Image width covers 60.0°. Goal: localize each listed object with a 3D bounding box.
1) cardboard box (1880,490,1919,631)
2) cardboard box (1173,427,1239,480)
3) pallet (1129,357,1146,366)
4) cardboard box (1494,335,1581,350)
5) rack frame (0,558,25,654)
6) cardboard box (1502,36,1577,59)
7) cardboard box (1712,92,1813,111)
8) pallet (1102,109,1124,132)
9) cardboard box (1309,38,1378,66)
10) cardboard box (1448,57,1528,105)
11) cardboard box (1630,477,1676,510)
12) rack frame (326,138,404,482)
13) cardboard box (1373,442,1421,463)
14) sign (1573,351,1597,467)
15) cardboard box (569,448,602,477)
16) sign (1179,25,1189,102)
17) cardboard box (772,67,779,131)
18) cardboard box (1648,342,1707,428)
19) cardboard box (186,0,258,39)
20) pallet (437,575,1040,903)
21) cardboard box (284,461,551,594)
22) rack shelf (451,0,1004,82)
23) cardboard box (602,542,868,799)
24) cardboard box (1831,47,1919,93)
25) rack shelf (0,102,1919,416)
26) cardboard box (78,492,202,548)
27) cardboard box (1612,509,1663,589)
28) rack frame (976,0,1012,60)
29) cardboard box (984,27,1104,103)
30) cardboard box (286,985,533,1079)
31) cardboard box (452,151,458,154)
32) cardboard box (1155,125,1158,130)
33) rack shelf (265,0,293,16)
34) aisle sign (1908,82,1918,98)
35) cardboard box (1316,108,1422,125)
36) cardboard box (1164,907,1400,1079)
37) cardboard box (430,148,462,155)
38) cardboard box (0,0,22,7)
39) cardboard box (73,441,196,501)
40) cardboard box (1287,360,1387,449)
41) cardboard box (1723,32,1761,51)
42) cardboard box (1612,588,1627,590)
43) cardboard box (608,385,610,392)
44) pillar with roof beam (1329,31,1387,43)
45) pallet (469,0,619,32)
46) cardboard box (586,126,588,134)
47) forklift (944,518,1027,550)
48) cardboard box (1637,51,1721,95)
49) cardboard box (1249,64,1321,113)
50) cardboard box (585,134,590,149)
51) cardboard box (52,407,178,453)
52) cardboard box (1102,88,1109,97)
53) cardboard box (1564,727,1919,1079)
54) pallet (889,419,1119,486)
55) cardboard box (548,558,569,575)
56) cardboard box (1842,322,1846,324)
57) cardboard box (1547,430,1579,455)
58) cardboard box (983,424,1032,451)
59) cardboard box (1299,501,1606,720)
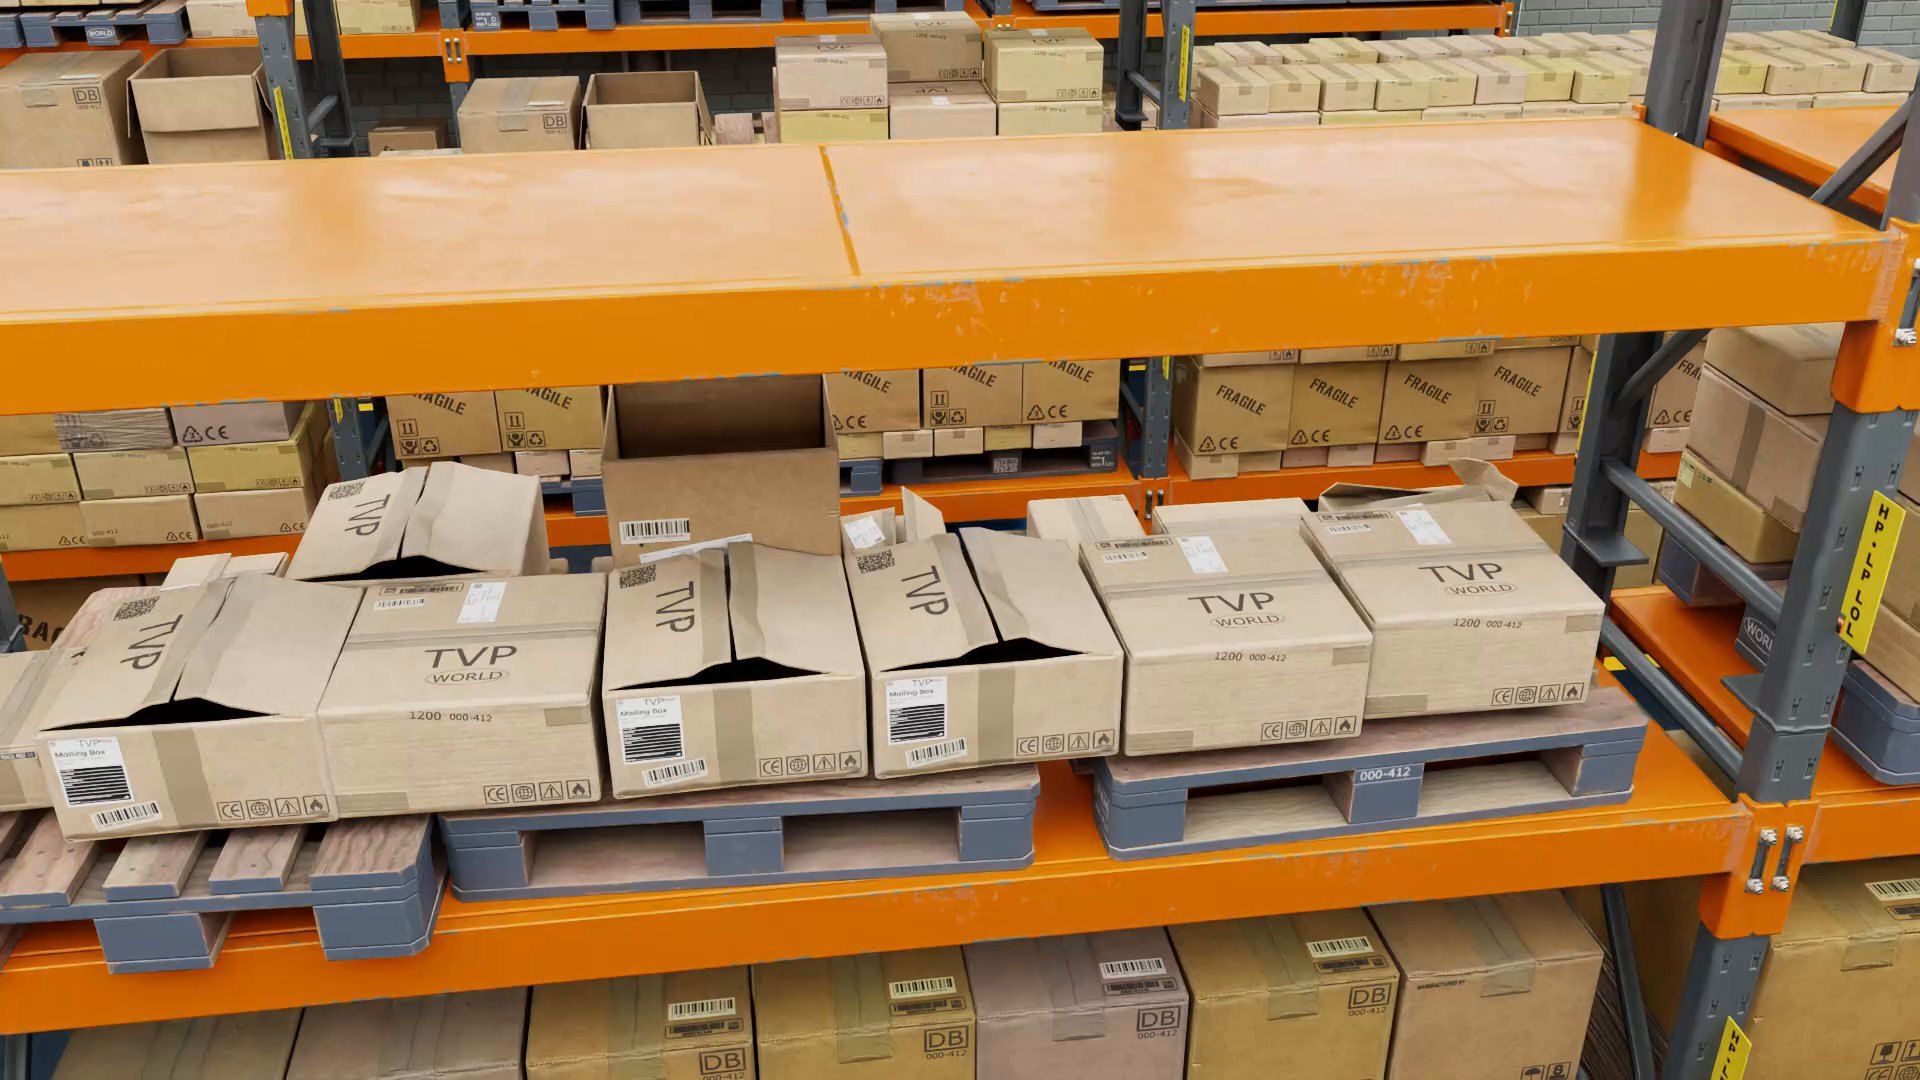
[{"bbox_3d":[2.263,-0.010,3.670,0.500,0.250,0.500,-4,27,-7],"label":"cardboard box"},{"bbox_3d":[1.307,-0.469,8.855,0.250,0.149,0.380,-4,27,-7],"label":"cardboard box"},{"bbox_3d":[1.048,-1.740,14.113,1.213,0.211,1.003,-4,27,-7],"label":"pallet"},{"bbox_3d":[2.930,-1.374,8.813,0.500,0.500,0.700,-4,27,-7],"label":"cardboard box"},{"bbox_3d":[-2.221,-0.889,2.828,0.127,3.000,1.000,-4,27,-7],"label":"rack frame"},{"bbox_3d":[3.020,-2.524,8.703,0.250,0.149,0.380,-3,27,-6],"label":"cardboard box"},{"bbox_3d":[3.942,-2.180,8.469,0.500,0.250,0.500,-4,27,-8],"label":"cardboard box"},{"bbox_3d":[0.324,-1.965,8.417,1.003,0.211,1.213,-4,27,-7],"label":"pallet"},{"bbox_3d":[1.989,-2.505,8.665,0.250,0.149,0.380,-3,27,-6],"label":"cardboard box"},{"bbox_3d":[2.590,-2.263,8.193,0.250,0.149,0.380,-4,27,-8],"label":"cardboard box"},{"bbox_3d":[3.800,-0.323,9.316,0.250,0.149,0.380,-3,27,-6],"label":"cardboard box"},{"bbox_3d":[-3.011,-0.451,8.546,0.127,3.000,1.000,-4,27,-7],"label":"rack frame"},{"bbox_3d":[2.318,-0.570,9.053,0.250,0.149,0.380,-4,27,-7],"label":"cardboard box"},{"bbox_3d":[1.661,-0.325,4.361,0.005,0.325,0.100,-4,27,-7],"label":"sign"},{"bbox_3d":[-1.826,-0.470,8.398,0.250,0.149,0.380,-4,27,-7],"label":"cardboard box"},{"bbox_3d":[1.031,-2.195,7.660,0.005,0.325,0.100,-4,27,-7],"label":"sign"},{"bbox_3d":[-0.682,-2.229,8.430,0.500,0.250,0.500,-4,27,-8],"label":"cardboard box"},{"bbox_3d":[3.916,-0.948,9.079,0.500,0.500,0.500,-4,27,-7],"label":"cardboard box"},{"bbox_3d":[-5.174,-3.756,11.865,0.500,0.250,0.500,-4,27,-7],"label":"cardboard box"},{"bbox_3d":[-0.484,0.392,3.823,1.213,0.211,1.003,-2,27,-5],"label":"pallet"},{"bbox_3d":[-1.228,0.052,3.808,0.500,0.311,0.500,-4,27,-7],"label":"cardboard box"},{"bbox_3d":[-1.726,-3.836,12.646,4.000,0.370,1.077,-4,27,-7],"label":"rack shelf"},{"bbox_3d":[-0.469,0.243,3.436,0.500,0.311,0.500,-4,27,-8],"label":"cardboard box"},{"bbox_3d":[4.617,-2.382,8.426,0.250,0.149,0.380,-3,27,-7],"label":"cardboard box"},{"bbox_3d":[-0.241,-0.518,3.331,4.000,0.370,1.077,-4,27,-7],"label":"rack shelf"},{"bbox_3d":[-3.979,-0.195,8.211,0.500,0.250,0.500,-3,27,-6],"label":"cardboard box"},{"bbox_3d":[3.638,-0.053,9.501,0.500,0.500,0.500,-3,27,-5],"label":"cardboard box"},{"bbox_3d":[0.255,-2.949,13.414,0.127,3.000,1.000,-4,27,-7],"label":"rack frame"},{"bbox_3d":[0.394,-2.288,7.997,0.500,0.250,0.500,-3,27,-6],"label":"cardboard box"},{"bbox_3d":[-1.275,1.234,4.057,0.500,0.500,0.700,-4,27,-8],"label":"cardboard box"},{"bbox_3d":[-2.422,-1.685,7.813,0.258,0.266,0.396,-4,27,-7],"label":"cardboard box"},{"bbox_3d":[1.632,-3.228,13.138,0.250,0.149,0.380,-4,27,-8],"label":"cardboard box"},{"bbox_3d":[-1.030,-2.749,7.680,4.000,0.370,1.077,-4,27,-7],"label":"rack shelf"},{"bbox_3d":[5.013,-1.989,8.696,0.004,0.787,0.394,-4,27,-7],"label":"aisle sign"},{"bbox_3d":[1.933,-2.047,8.209,0.500,0.250,0.500,-4,27,-8],"label":"cardboard box"},{"bbox_3d":[0.740,1.104,4.310,0.500,0.500,0.700,-4,27,-8],"label":"cardboard box"},{"bbox_3d":[-2.483,-1.808,8.180,0.250,0.149,0.380,-4,27,-7],"label":"cardboard box"},{"bbox_3d":[-6.555,-3.772,11.438,0.250,0.149,0.380,-3,27,-6],"label":"cardboard box"},{"bbox_3d":[-3.962,-0.427,8.115,0.500,0.250,0.500,-4,27,-8],"label":"cardboard box"},{"bbox_3d":[1.919,-0.827,8.843,0.500,0.500,0.500,-4,27,-7],"label":"cardboard box"},{"bbox_3d":[4.027,-2.596,8.842,0.250,0.149,0.380,-4,27,-7],"label":"cardboard box"},{"bbox_3d":[3.634,0.279,9.675,0.500,0.250,0.500,-4,27,-7],"label":"cardboard box"},{"bbox_3d":[-1.493,-0.812,8.354,0.500,0.500,0.500,-3,27,-6],"label":"cardboard box"},{"bbox_3d":[4.001,-4.290,9.455,0.400,9.000,9.100,-4,27,-7],"label":"pillar with roof beam"},{"bbox_3d":[-3.046,-4.029,12.440,1.003,0.211,1.213,-2,27,-5],"label":"pallet"},{"bbox_3d":[-2.904,-3.196,13.075,0.250,0.149,0.380,-4,27,-7],"label":"cardboard box"},{"bbox_3d":[0.072,-1.623,10.906,1.130,2.935,3.031,3,27,6],"label":"forklift"},{"bbox_3d":[3.605,-2.354,8.370,0.250,0.149,0.380,-4,27,-7],"label":"cardboard box"},{"bbox_3d":[1.561,-2.185,8.041,0.250,0.149,0.380,-3,27,-6],"label":"cardboard box"},{"bbox_3d":[-2.834,-2.960,12.616,0.250,0.149,0.380,-3,27,-6],"label":"cardboard box"},{"bbox_3d":[-3.993,-0.753,7.929,0.500,0.500,0.500,-3,27,-6],"label":"cardboard box"},{"bbox_3d":[1.044,-3.592,13.520,0.250,0.149,0.380,-4,27,-8],"label":"cardboard box"},{"bbox_3d":[2.110,0.971,4.428,0.550,0.550,0.875,-4,27,-7],"label":"cardboard box"},{"bbox_3d":[0.173,-0.637,9.119,1.213,0.211,1.003,-4,27,-7],"label":"pallet"},{"bbox_3d":[-2.450,0.500,9.111,0.625,0.372,0.950,-5,28,-11],"label":"cardboard box"},{"bbox_3d":[2.308,-0.466,4.122,0.250,0.149,0.380,-4,27,-7],"label":"cardboard box"},{"bbox_3d":[3.314,-0.615,9.140,0.250,0.149,0.380,-4,27,-8],"label":"cardboard box"},{"bbox_3d":[0.215,-0.614,8.679,0.250,0.149,0.380,-4,28,-9],"label":"cardboard box"},{"bbox_3d":[1.063,0.144,3.695,0.500,0.250,0.500,-3,27,-7],"label":"cardboard box"}]
